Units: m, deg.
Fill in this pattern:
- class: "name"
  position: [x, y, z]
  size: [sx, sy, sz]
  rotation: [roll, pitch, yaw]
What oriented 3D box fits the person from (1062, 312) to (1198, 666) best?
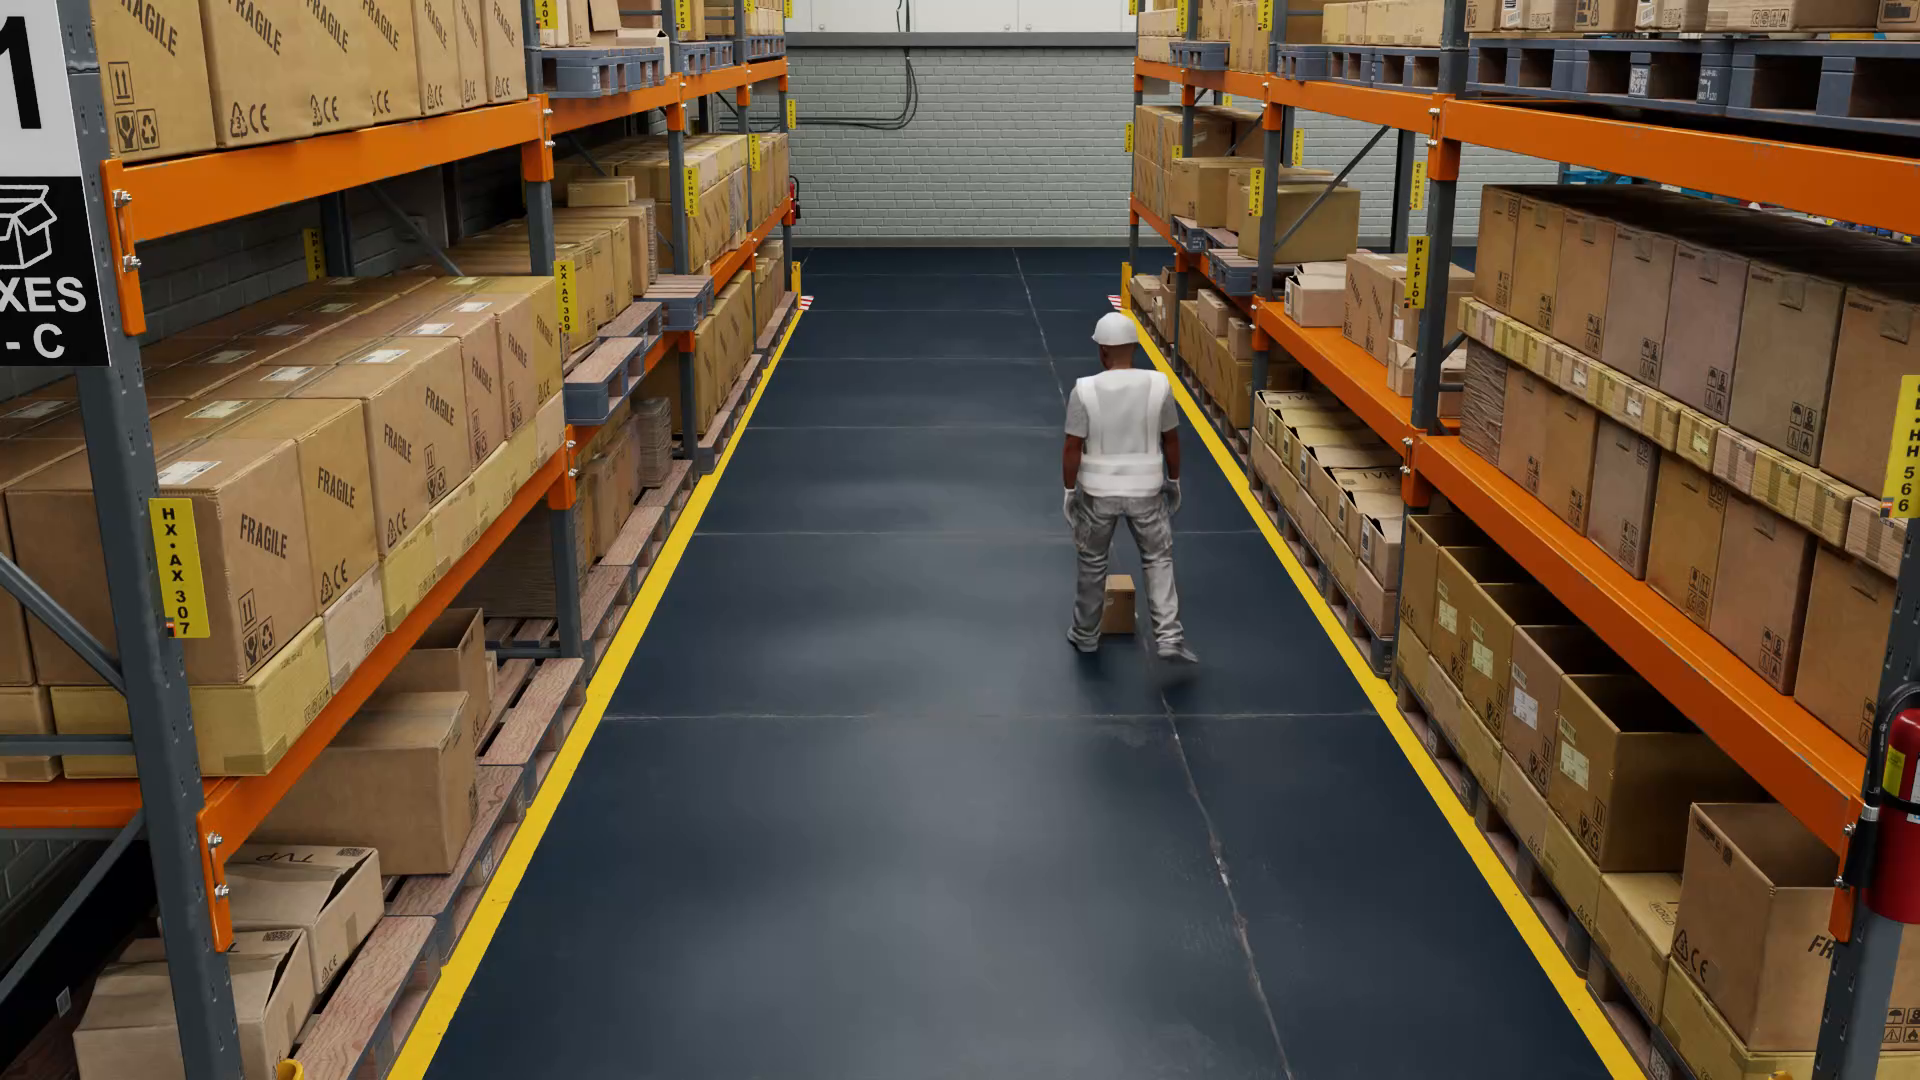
- class: "person"
  position: [0.848, -0.242, 8.299]
  size: [0.686, 1.781, 0.749]
  rotation: [0, 17, -2]
